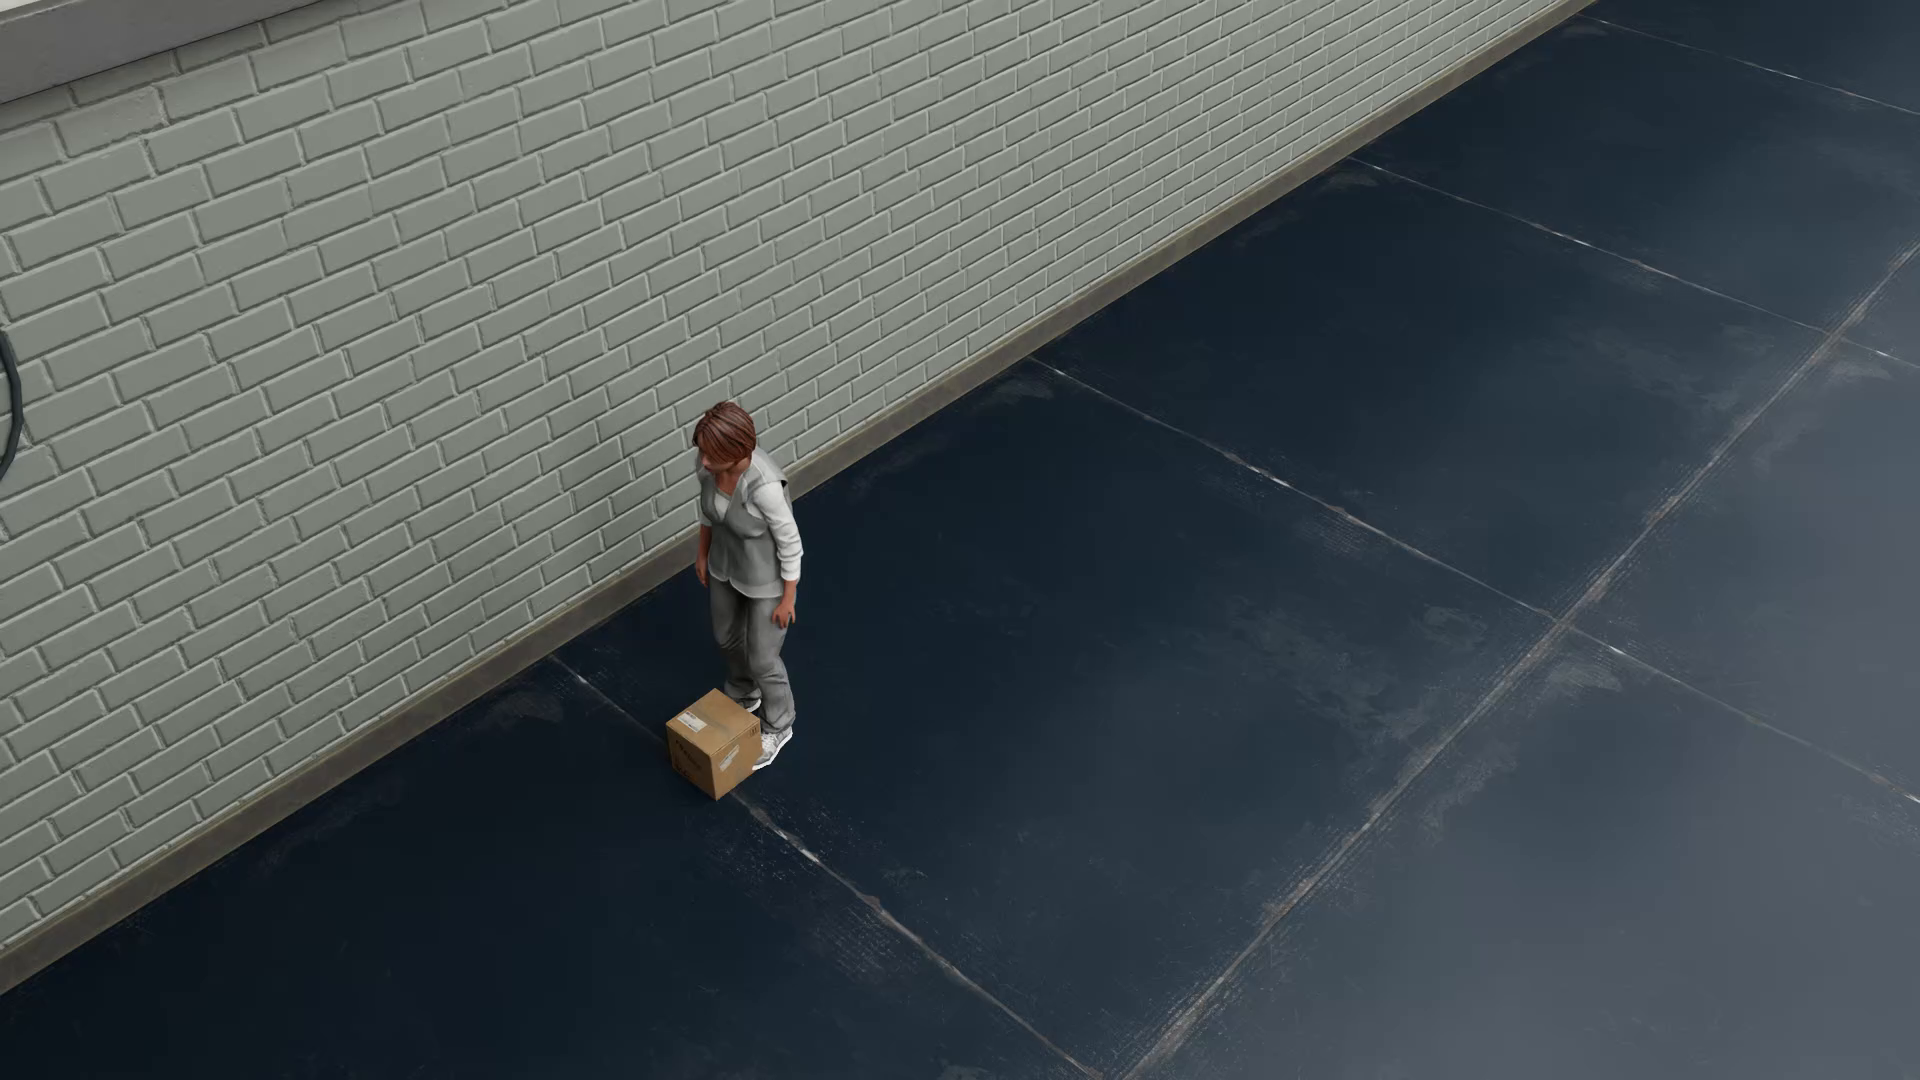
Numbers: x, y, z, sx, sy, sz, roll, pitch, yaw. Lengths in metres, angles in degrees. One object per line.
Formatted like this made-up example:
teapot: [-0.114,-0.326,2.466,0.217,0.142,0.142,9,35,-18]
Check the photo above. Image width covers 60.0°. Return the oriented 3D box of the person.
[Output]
person: [-0.772,0.146,5.989,0.485,1.593,0.374,28,47,29]
